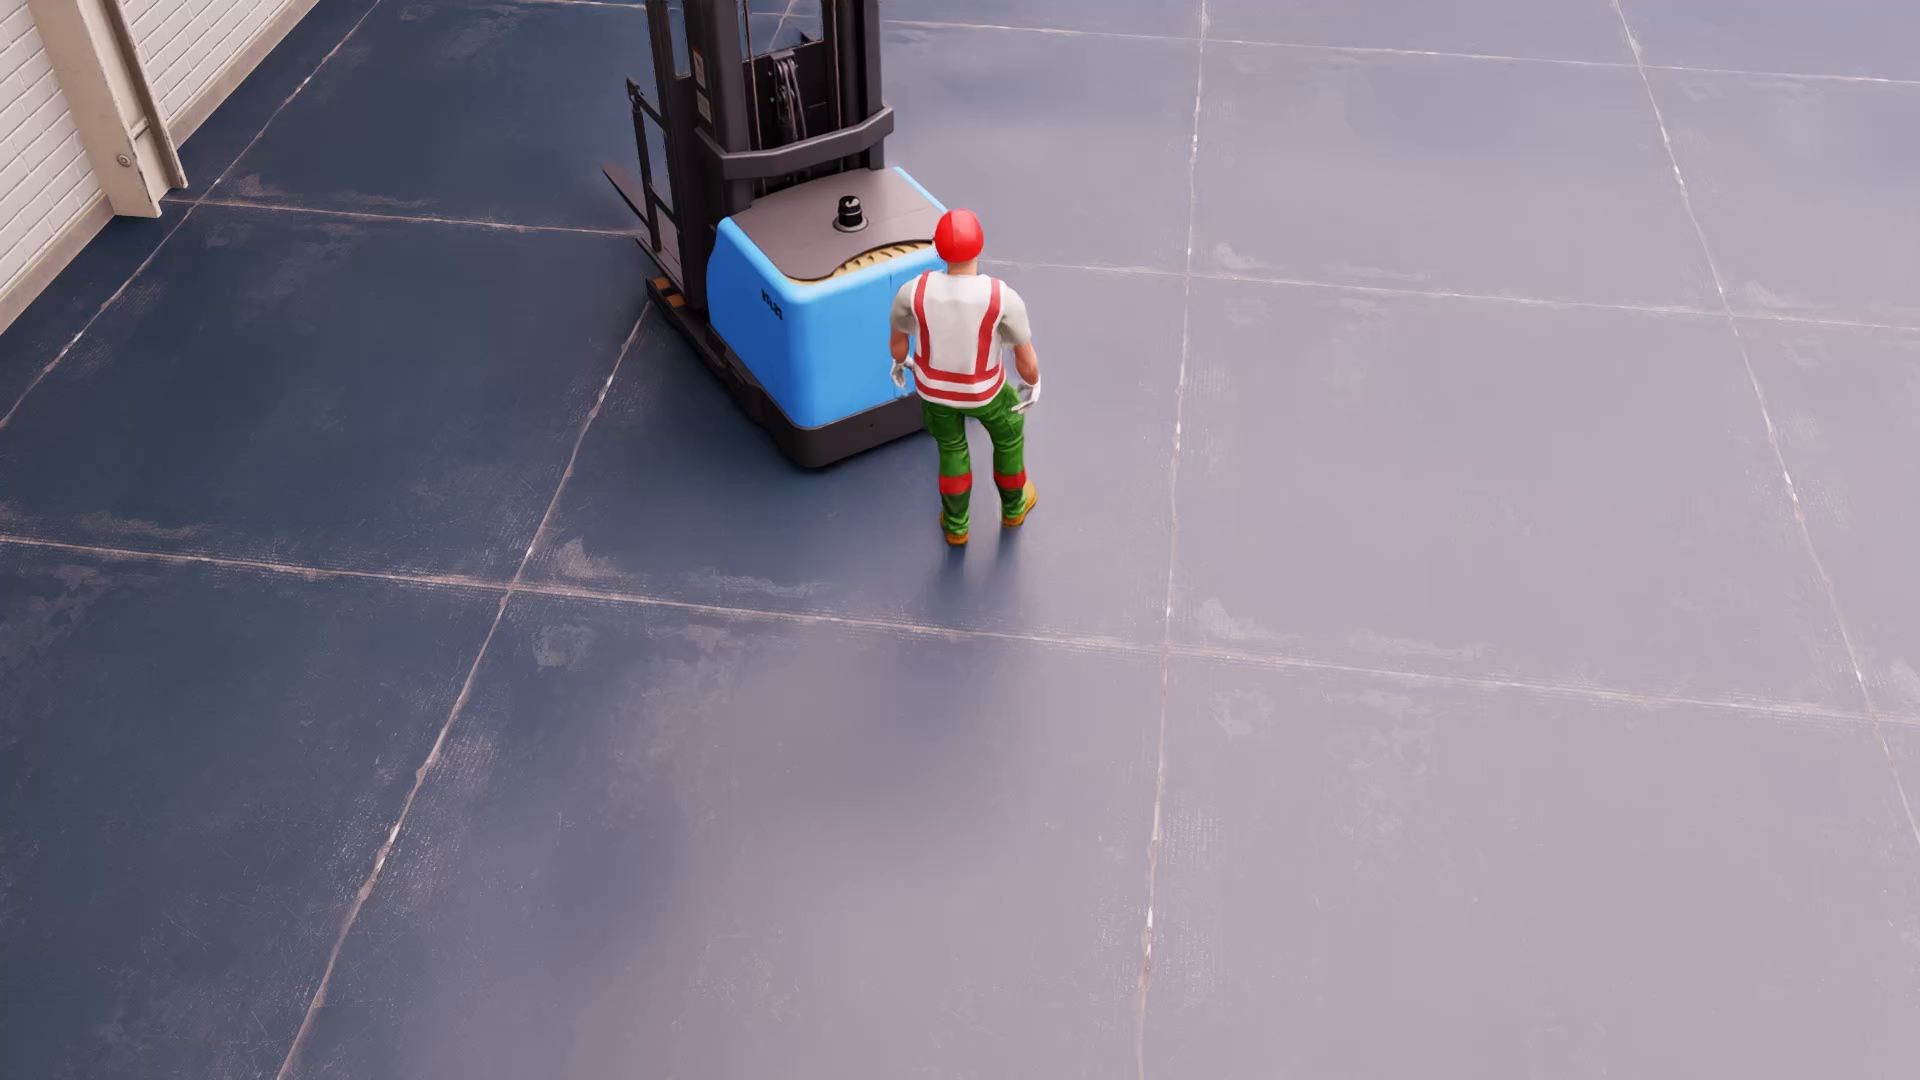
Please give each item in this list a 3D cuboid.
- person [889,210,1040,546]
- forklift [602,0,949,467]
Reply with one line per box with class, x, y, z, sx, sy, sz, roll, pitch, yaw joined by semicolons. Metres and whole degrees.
person;0.028;-0.752;7.416;0.686;1.772;0.557;8;43;8
forklift;-1.094;-2.417;8.355;1.130;2.935;3.031;-22;47;-22
